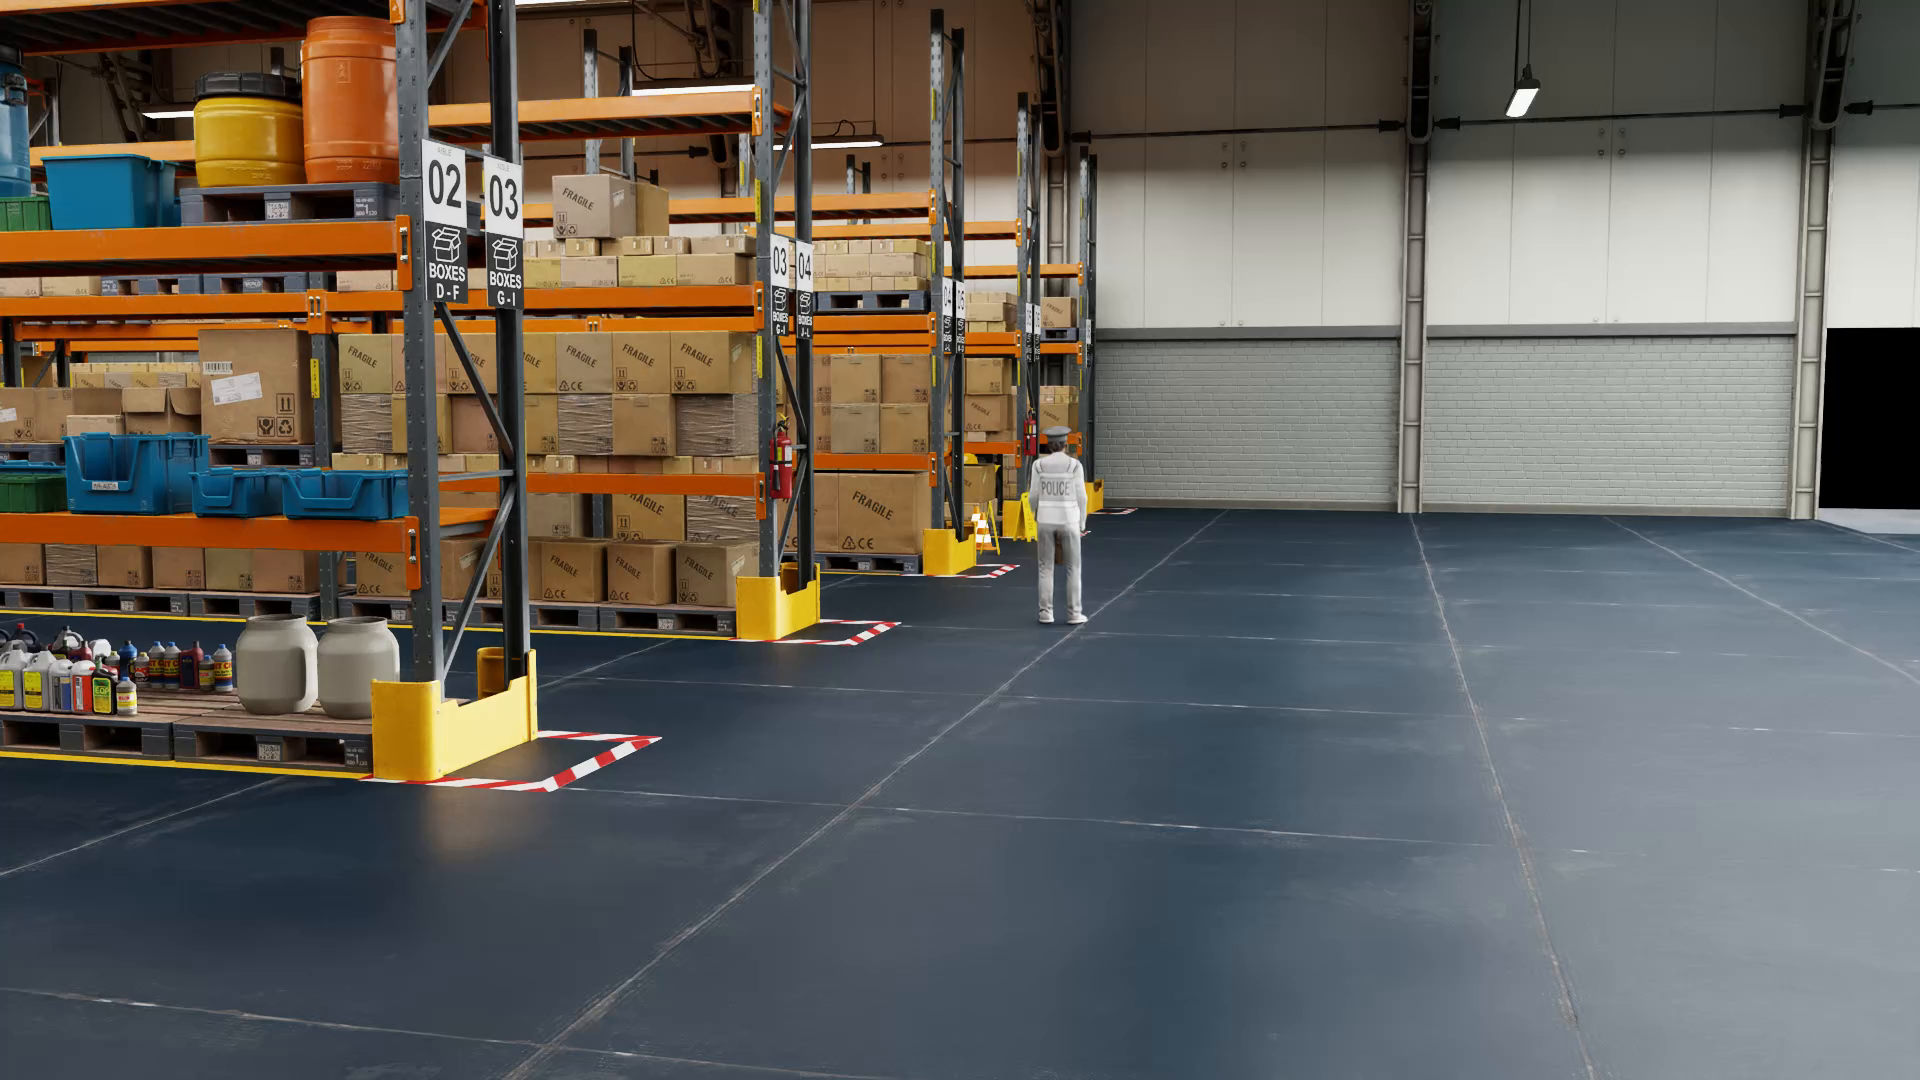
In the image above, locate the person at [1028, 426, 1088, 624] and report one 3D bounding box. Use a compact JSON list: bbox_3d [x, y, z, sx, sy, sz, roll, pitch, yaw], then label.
[{"bbox_3d":[0.833,-0.125,14.132,0.505,1.676,0.360,1,5,12],"label":"person"}]
